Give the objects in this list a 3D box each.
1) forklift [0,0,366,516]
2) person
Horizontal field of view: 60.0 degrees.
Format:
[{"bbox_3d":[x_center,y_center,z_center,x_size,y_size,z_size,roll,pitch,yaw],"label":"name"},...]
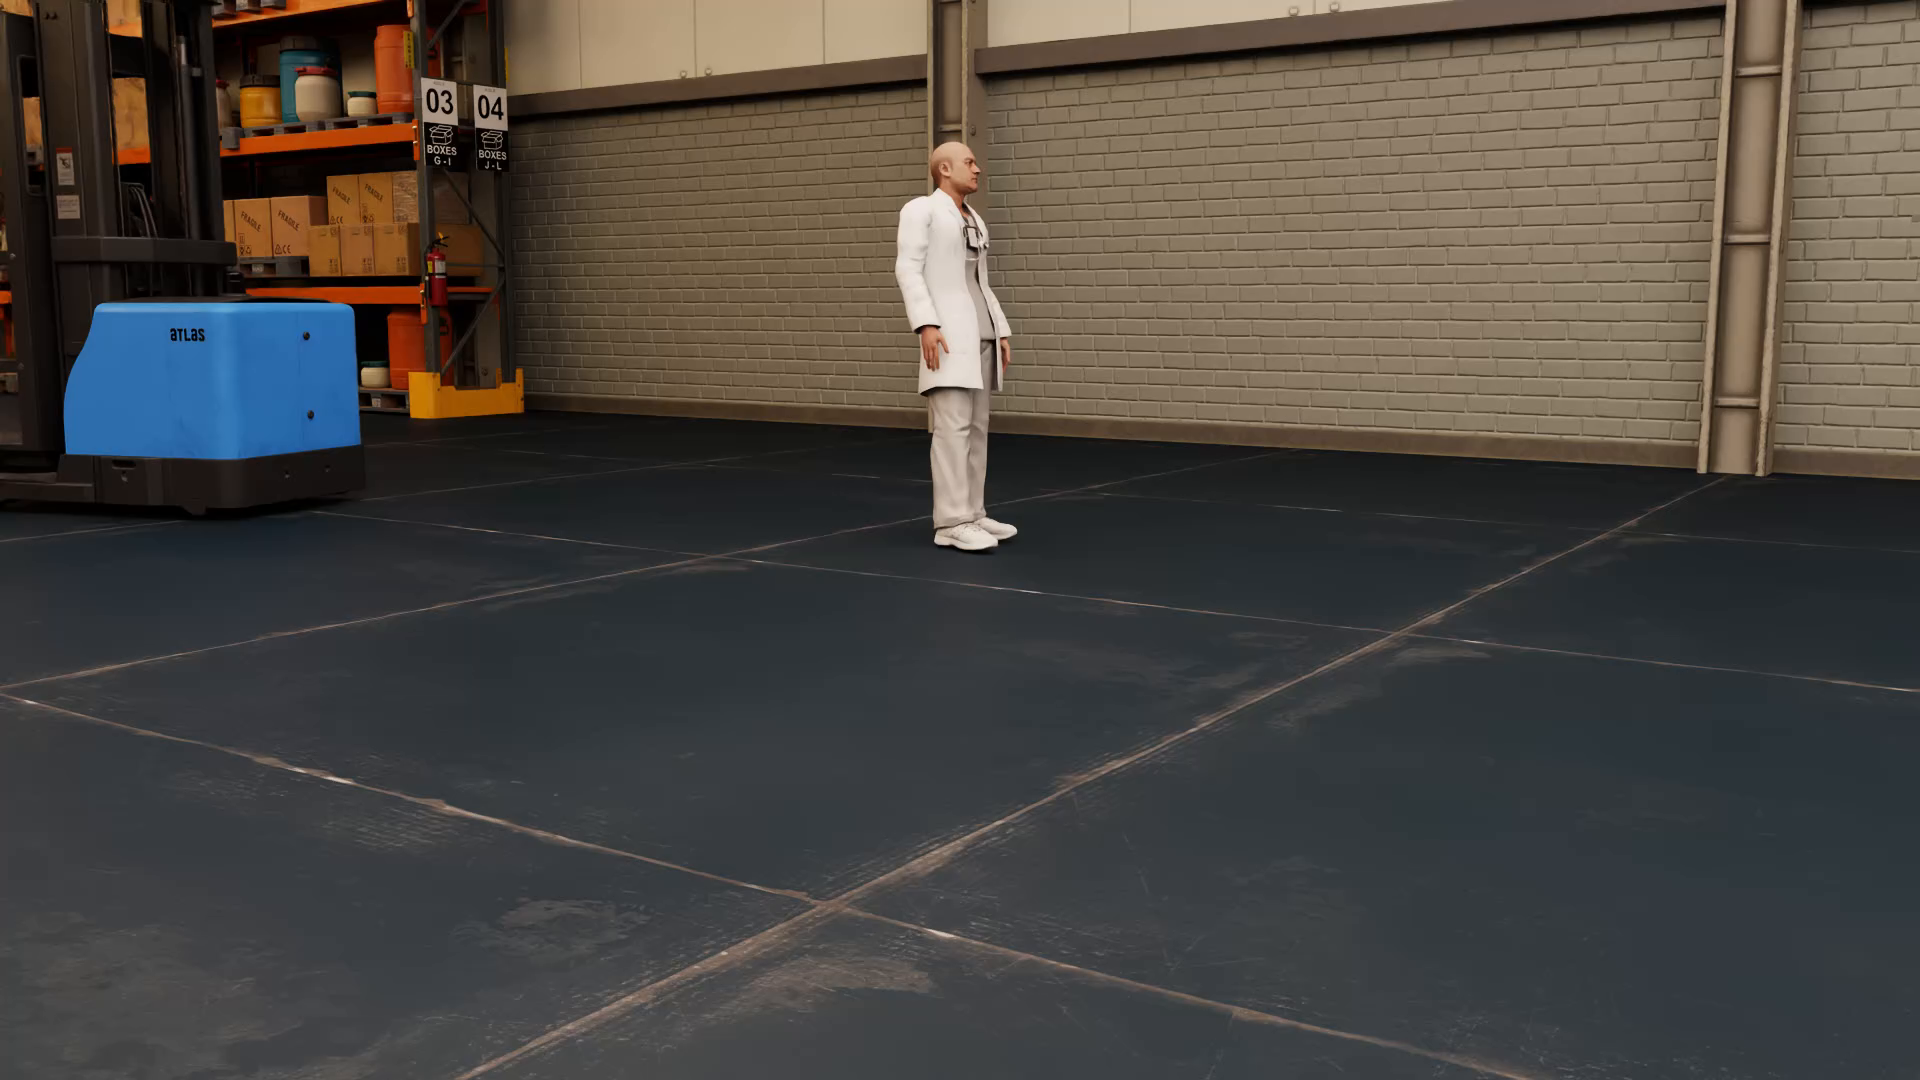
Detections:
[{"bbox_3d":[-4.816,-1.669,8.931,3.031,2.935,1.130,3,9,19],"label":"forklift"},{"bbox_3d":[0.072,-0.880,7.423,0.581,1.776,0.696,5,10,34],"label":"person"}]
